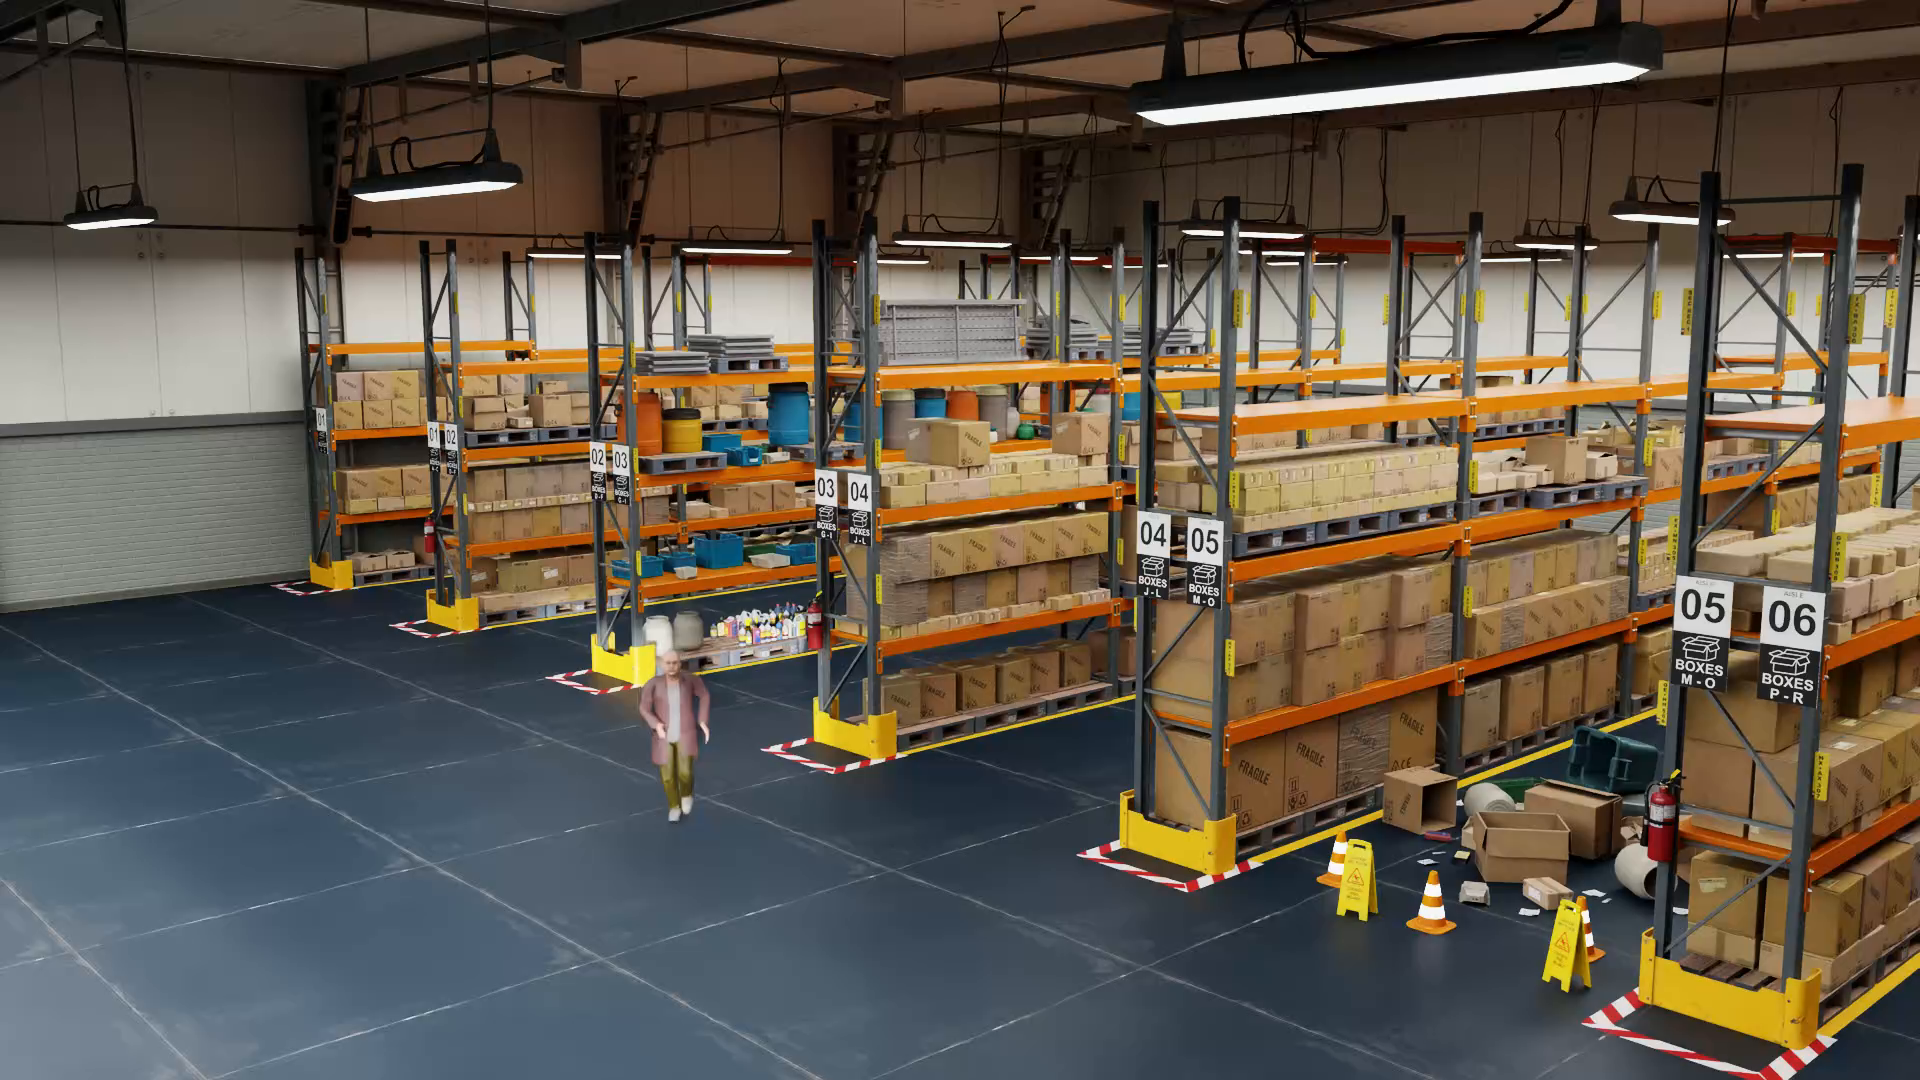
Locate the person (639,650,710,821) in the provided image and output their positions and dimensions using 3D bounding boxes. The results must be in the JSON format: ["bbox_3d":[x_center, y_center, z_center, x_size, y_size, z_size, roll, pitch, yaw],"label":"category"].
[{"bbox_3d":[-2.787,1.934,16.271,0.690,1.733,0.715,-1,8,-8],"label":"person"}]

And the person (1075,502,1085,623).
[{"bbox_3d":[1.932,0.313,25.516,0.649,1.851,0.894,7,11,39],"label":"person"}]
